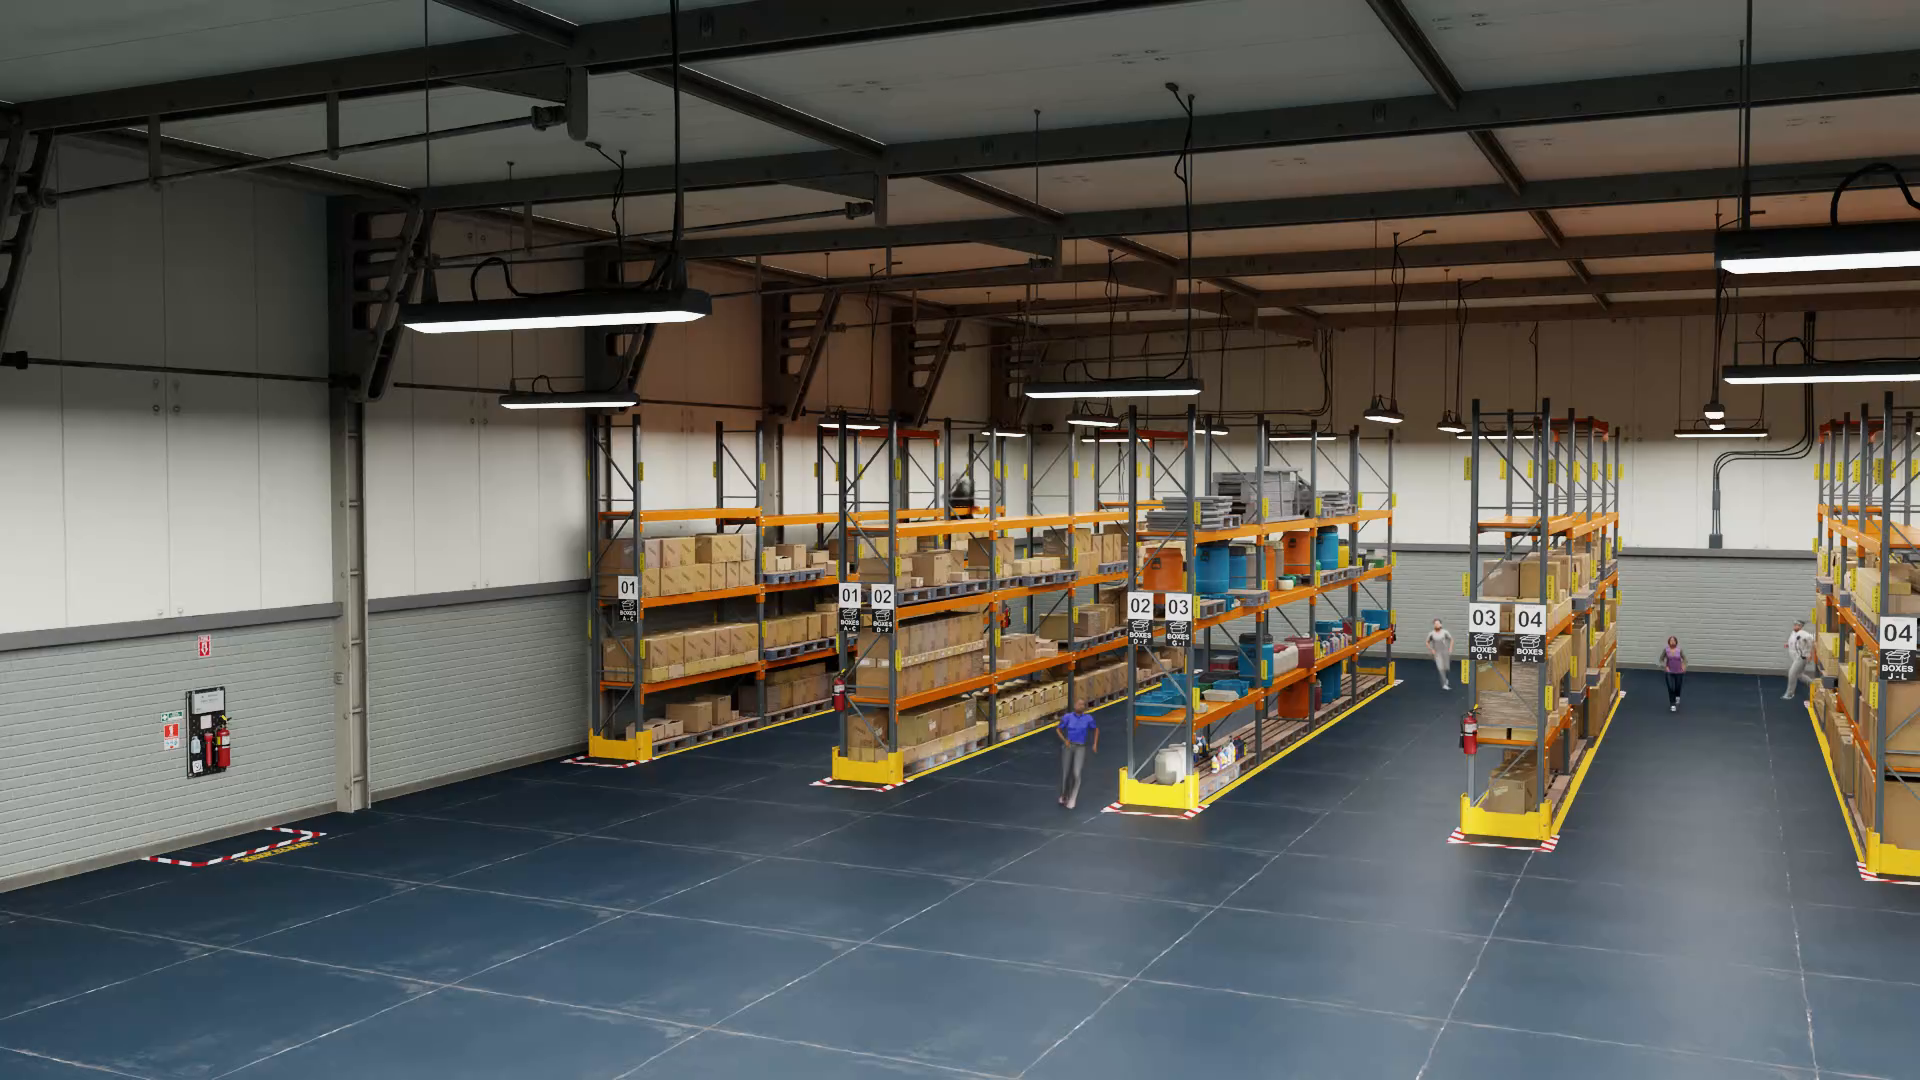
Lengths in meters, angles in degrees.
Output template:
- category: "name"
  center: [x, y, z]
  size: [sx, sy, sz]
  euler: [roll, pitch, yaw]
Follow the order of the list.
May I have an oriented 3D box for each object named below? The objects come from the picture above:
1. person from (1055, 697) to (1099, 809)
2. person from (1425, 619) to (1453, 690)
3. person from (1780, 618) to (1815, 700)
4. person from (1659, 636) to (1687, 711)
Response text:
- category: "person"
  center: [1.746, 3.175, 24.819]
  size: [0.646, 1.671, 0.623]
  euler: [0, 2, 4]
- category: "person"
  center: [11.045, 2.624, 38.313]
  size: [0.624, 1.602, 0.554]
  euler: [1, 2, 14]
- category: "person"
  center: [18.522, 2.622, 36.642]
  size: [0.938, 1.800, 0.695]
  euler: [0, 2, 1]
- category: "person"
  center: [14.956, 2.790, 34.891]
  size: [0.557, 1.560, 0.584]
  euler: [1, 3, 24]
